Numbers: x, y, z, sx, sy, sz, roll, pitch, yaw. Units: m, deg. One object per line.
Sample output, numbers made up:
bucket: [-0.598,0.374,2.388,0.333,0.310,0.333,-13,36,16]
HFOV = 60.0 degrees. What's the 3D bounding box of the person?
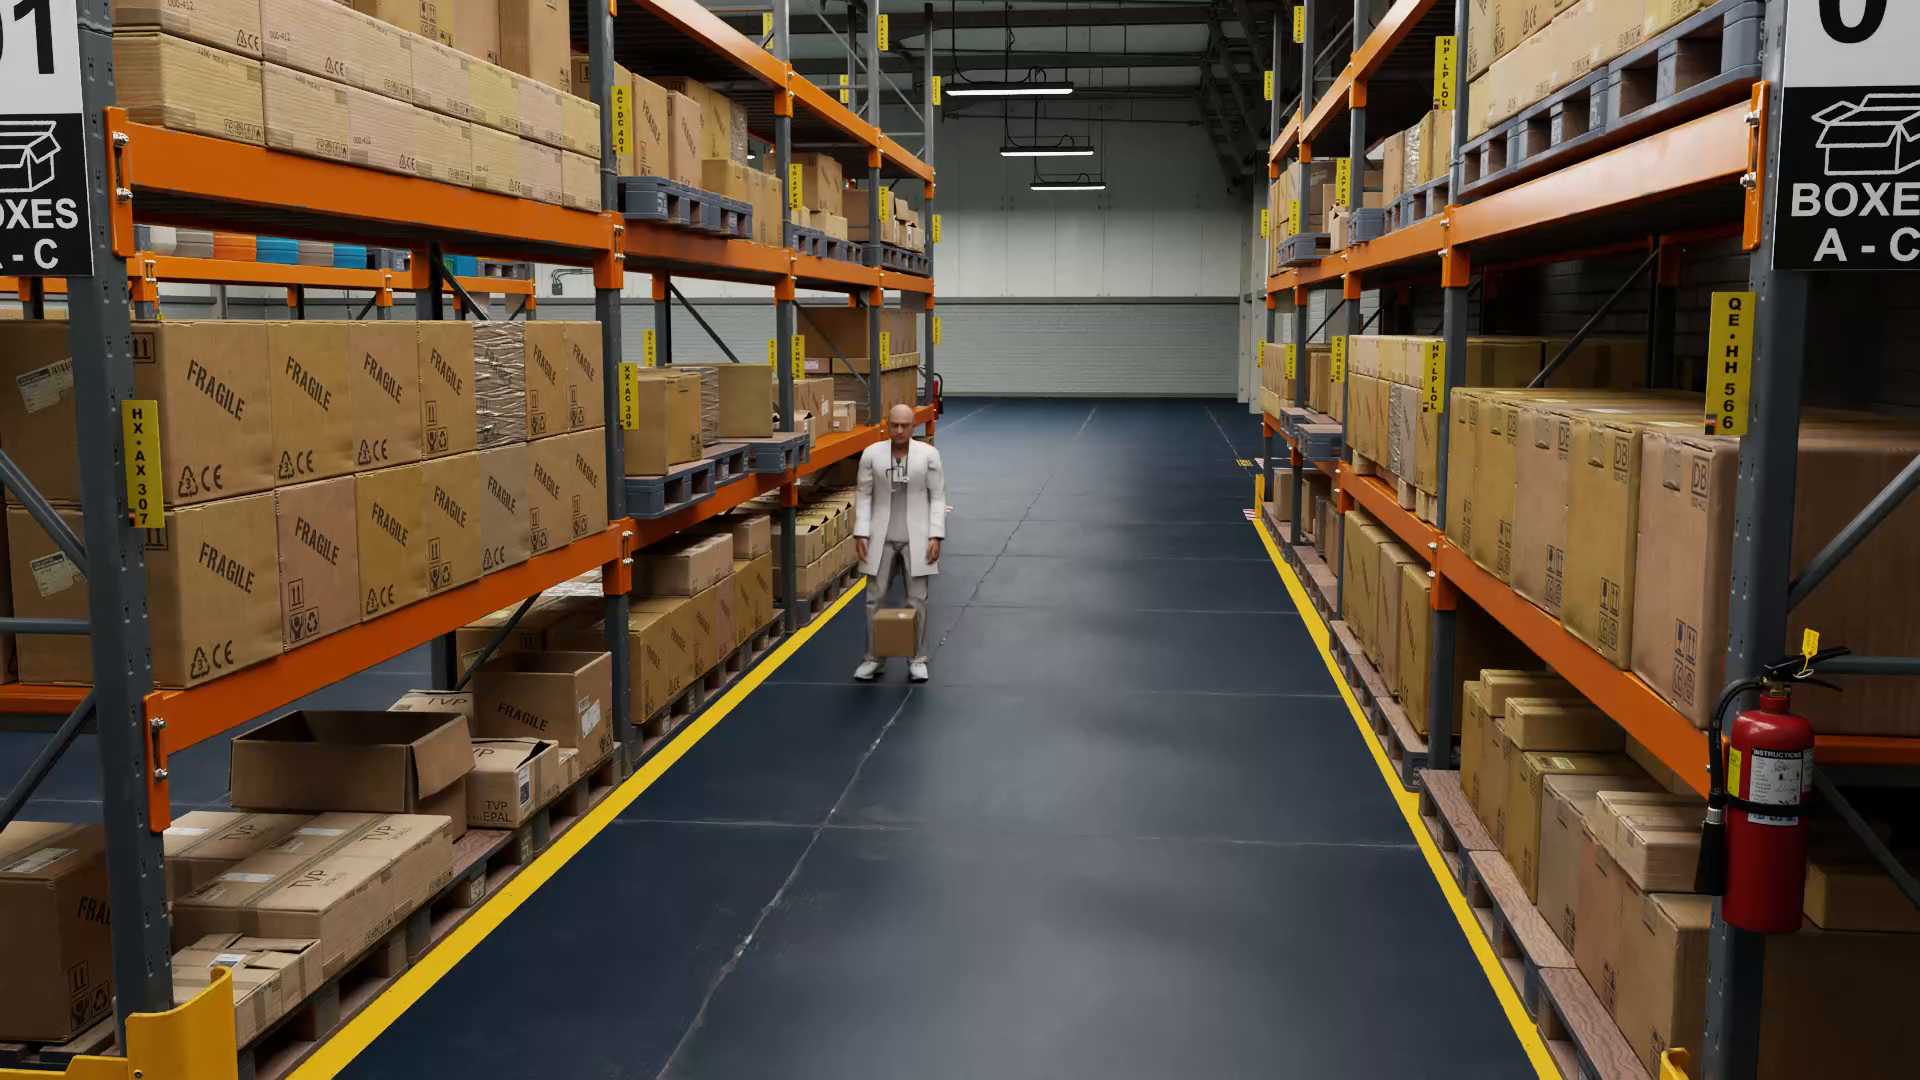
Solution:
person: [-0.391,0.009,10.767,0.601,1.776,0.425,1,7,4]
